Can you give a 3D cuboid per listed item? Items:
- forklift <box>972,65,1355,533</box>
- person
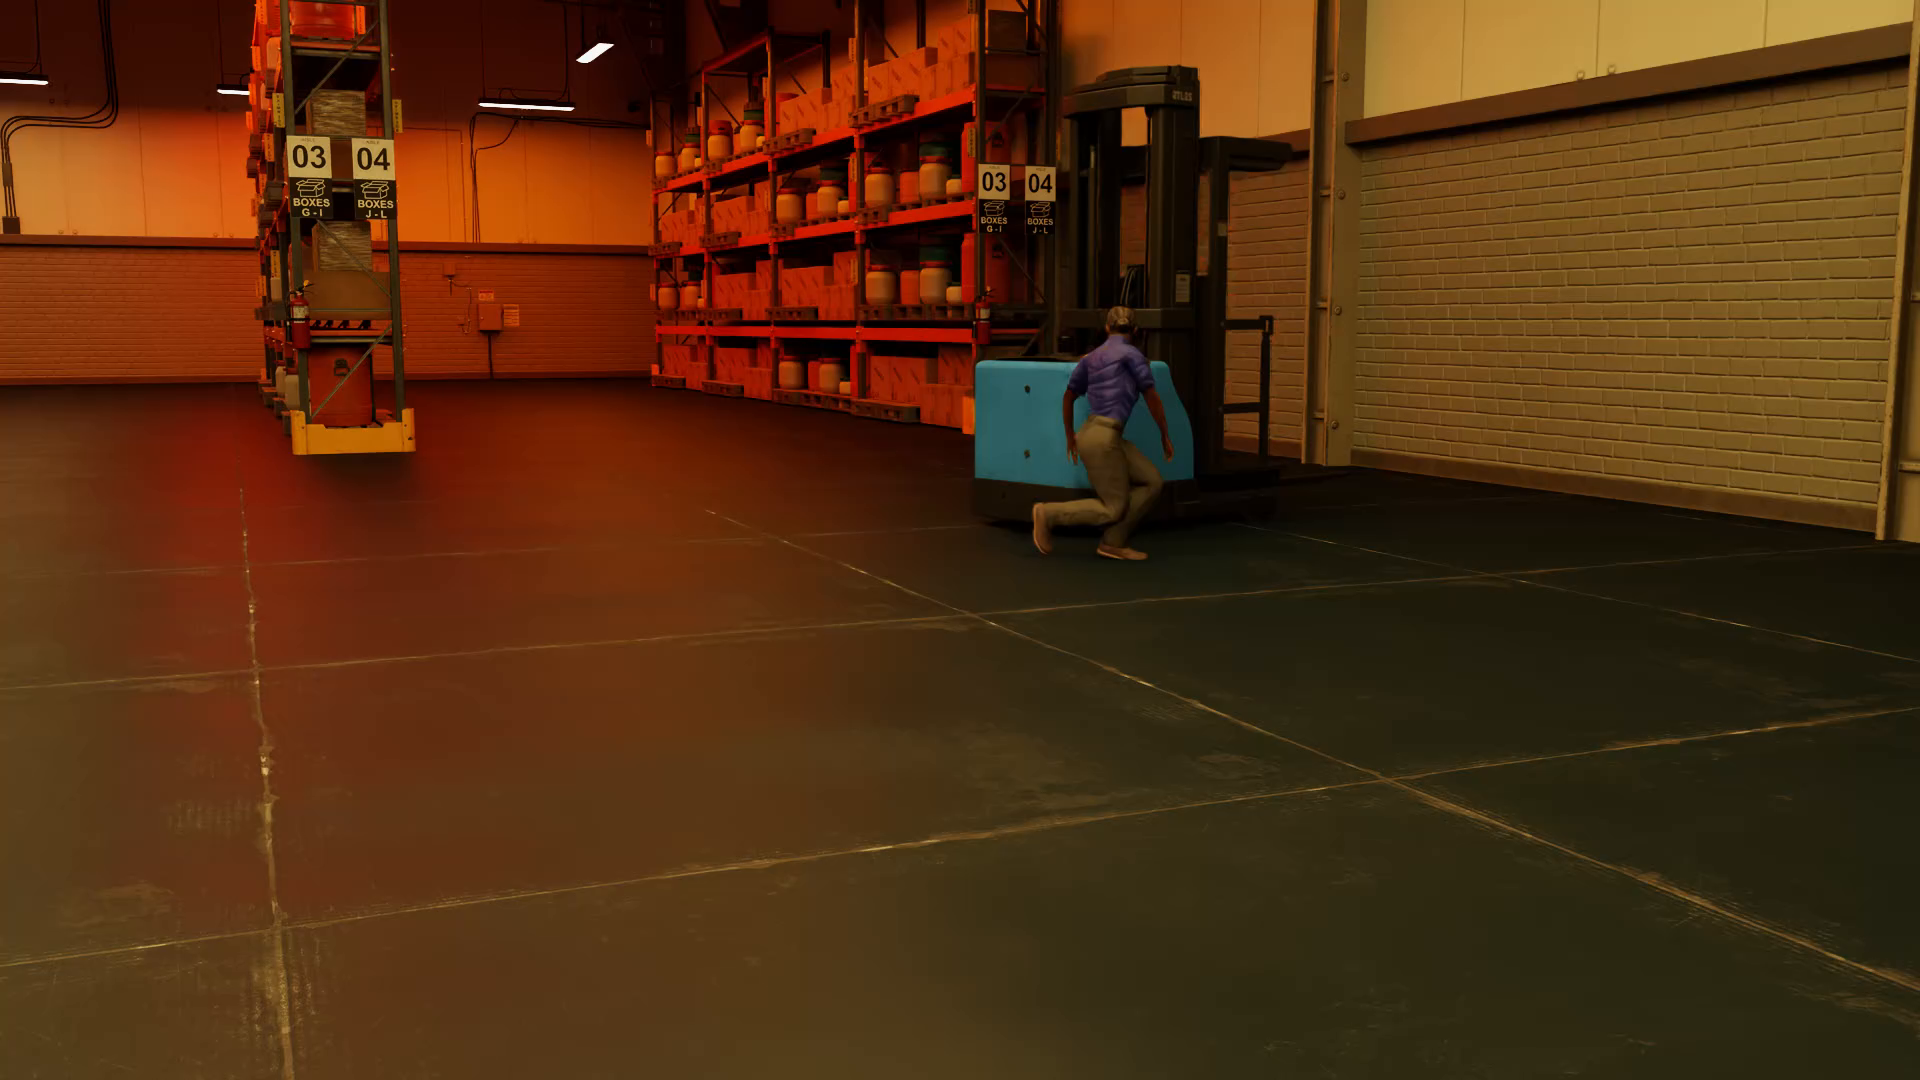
[{"bbox_3d":[1.531,-1.632,11.323,3.031,2.935,1.130,-6,10,-40],"label":"forklift"},{"bbox_3d":[0.791,-0.592,9.337,0.779,1.438,0.576,-1,8,-4],"label":"person"}]
